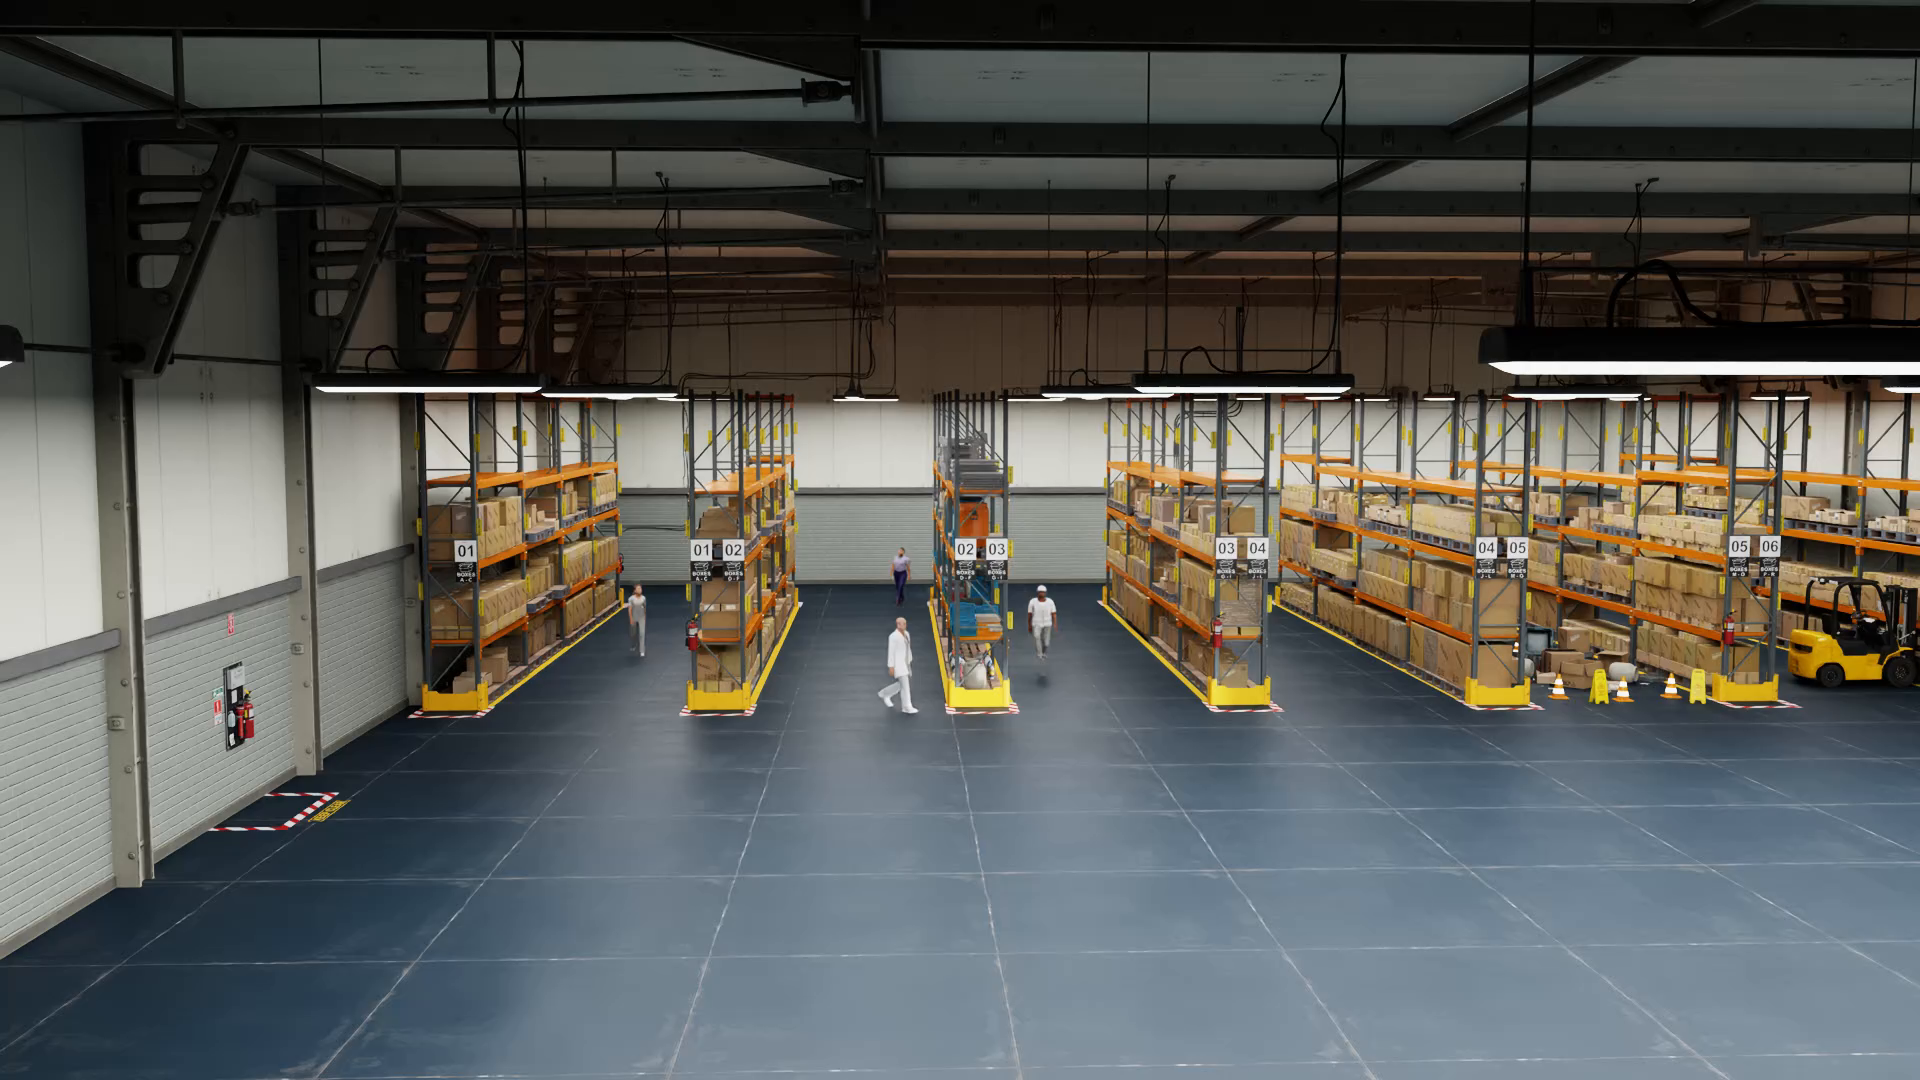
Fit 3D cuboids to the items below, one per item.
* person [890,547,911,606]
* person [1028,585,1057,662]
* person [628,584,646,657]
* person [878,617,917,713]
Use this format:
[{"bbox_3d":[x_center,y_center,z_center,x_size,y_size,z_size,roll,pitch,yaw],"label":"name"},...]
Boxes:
[{"bbox_3d":[-1.749,1.031,47.631,0.509,1.622,0.874,2,5,26],"label":"person"},{"bbox_3d":[1.773,1.766,35.394,0.589,1.597,1.028,-1,5,-7],"label":"person"},{"bbox_3d":[-7.343,1.810,37.817,0.407,1.623,1.019,-1,5,-12],"label":"person"},{"bbox_3d":[-1.132,2.310,31.017,0.965,1.749,0.644,3,5,30],"label":"person"}]
